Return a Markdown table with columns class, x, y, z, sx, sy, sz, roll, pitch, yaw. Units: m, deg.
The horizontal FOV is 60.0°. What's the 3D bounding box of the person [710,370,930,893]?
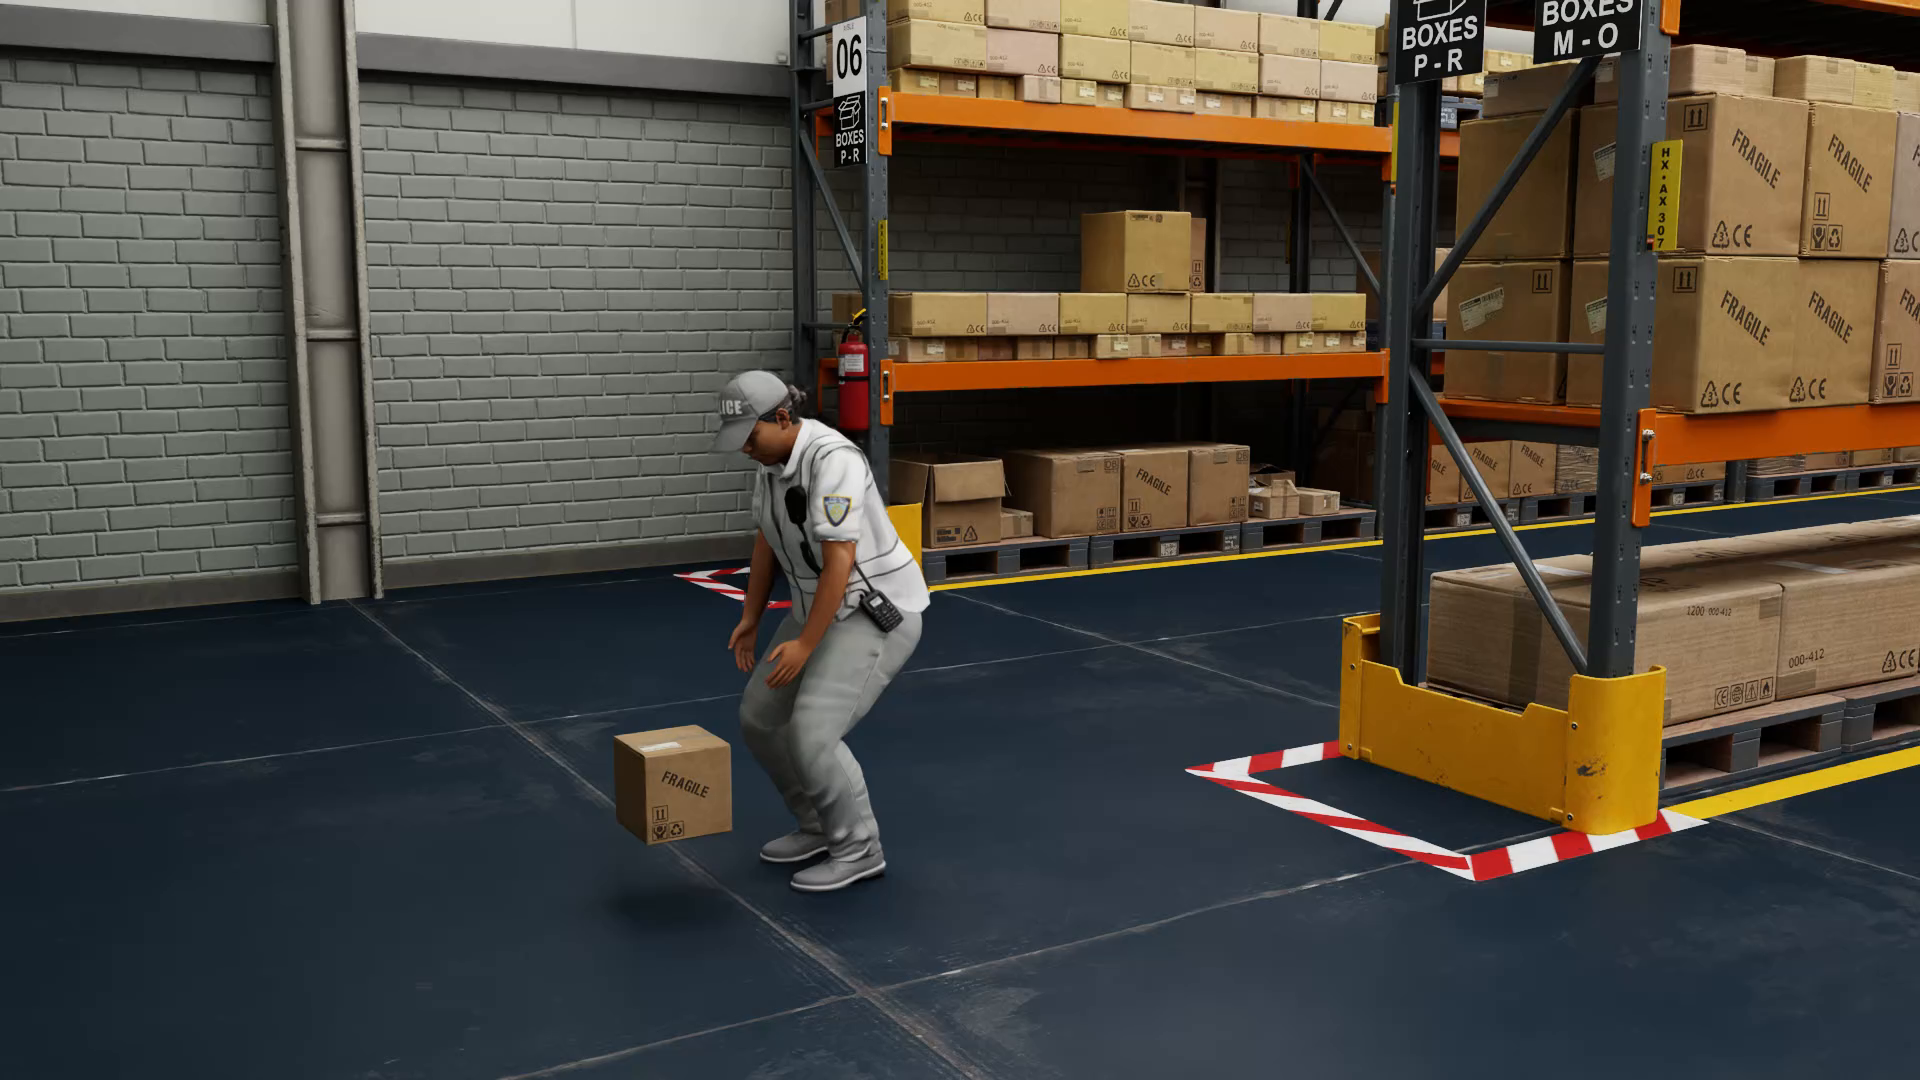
| class | x | y | z | sx | sy | sz | roll | pitch | yaw |
| --- | --- | --- | --- | --- | --- | --- | --- | --- | --- |
| person | -0.405 | 0.250 | 4.789 | 0.652 | 1.480 | 0.528 | -5 | 10 | -30 |
